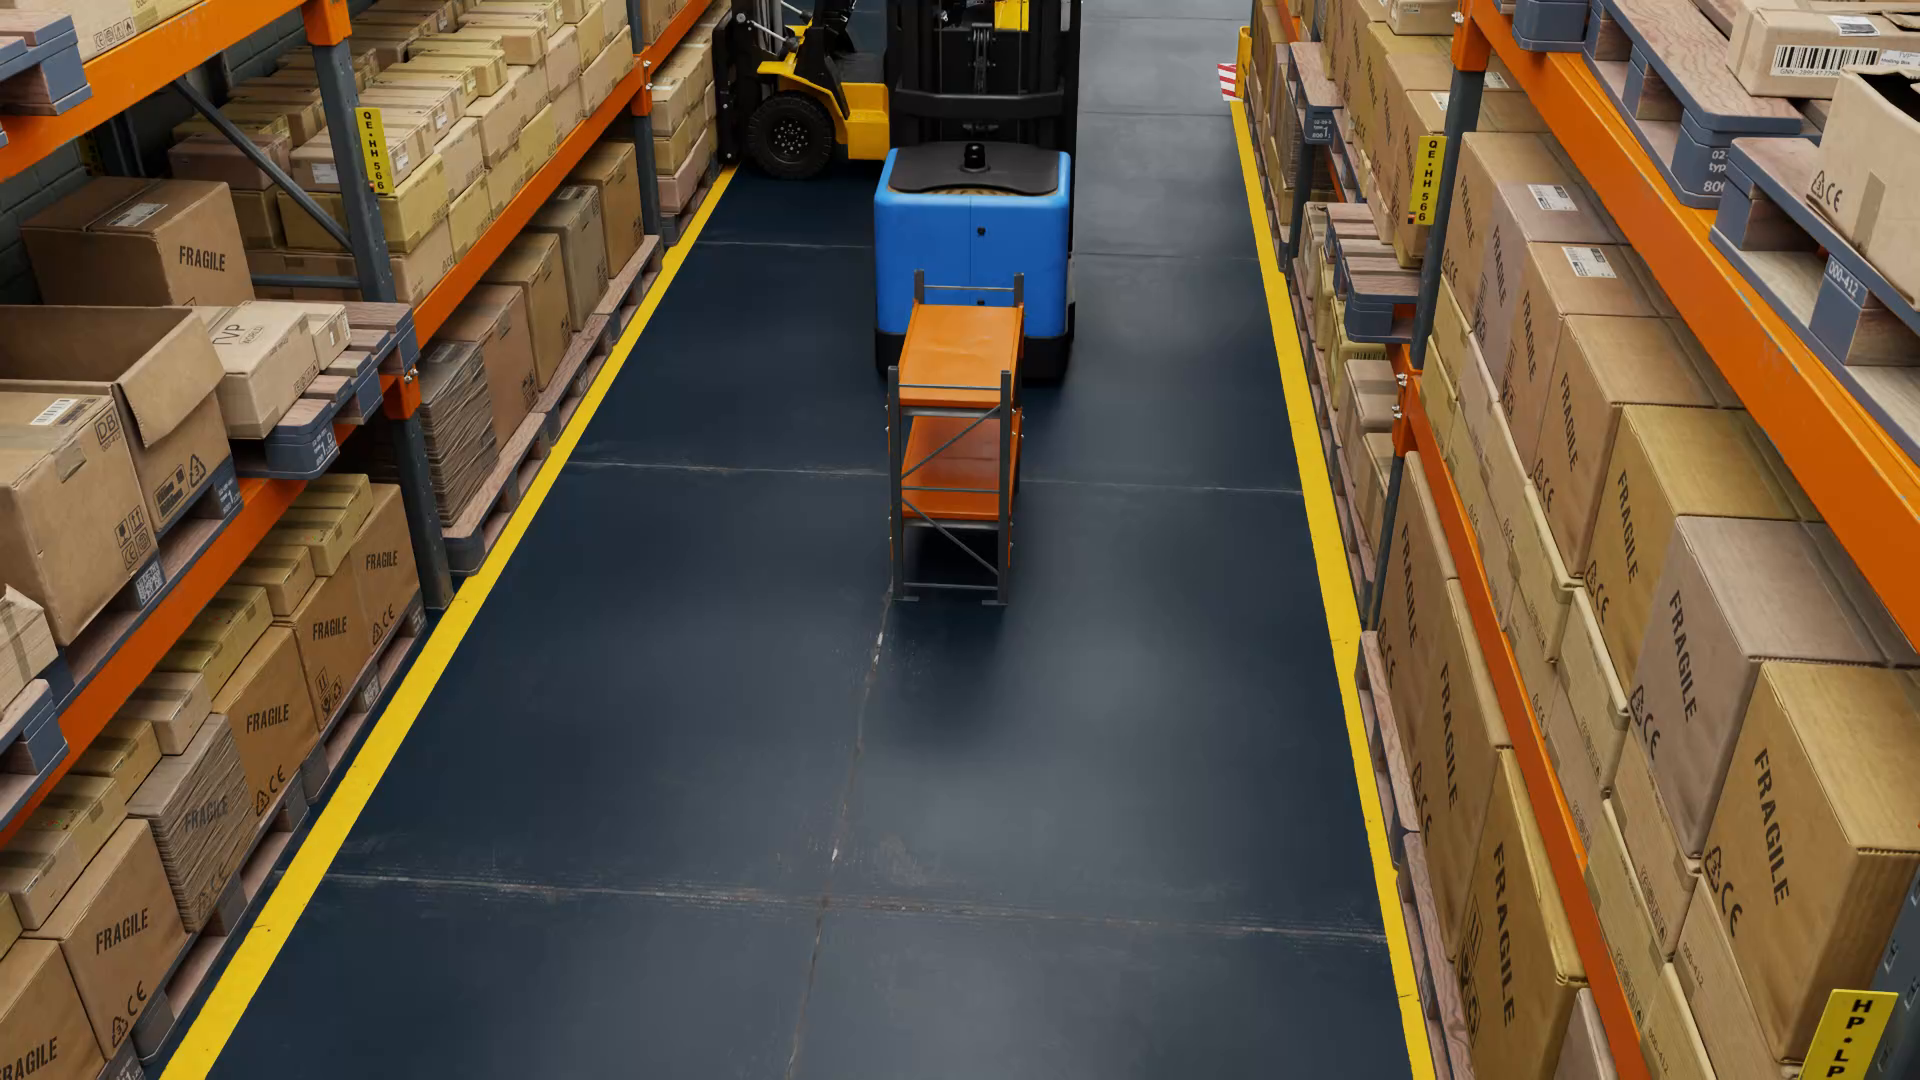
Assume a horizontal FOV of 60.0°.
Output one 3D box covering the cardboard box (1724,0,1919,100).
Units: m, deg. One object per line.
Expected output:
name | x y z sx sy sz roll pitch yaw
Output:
cardboard box | 1.892 -1.065 3.583 0.380 0.166 0.250 5 32 8

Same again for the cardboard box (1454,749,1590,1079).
cardboard box | 1.924 1.212 4.550 0.875 0.875 0.875 3 32 5

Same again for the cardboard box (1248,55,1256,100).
cardboard box | 2.523 -3.587 12.932 0.500 0.250 0.500 2 32 4

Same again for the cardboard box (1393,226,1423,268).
cardboard box | 1.955 -1.202 6.681 0.380 0.149 0.250 3 32 5

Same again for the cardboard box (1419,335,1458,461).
cardboard box | 1.923 -0.496 5.839 0.500 0.250 0.500 2 32 3

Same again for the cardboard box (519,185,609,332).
cardboard box | -2.511 -1.596 9.344 0.875 0.625 0.625 2 32 3

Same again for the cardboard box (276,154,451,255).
cardboard box | -2.430 -1.385 6.805 0.500 0.250 0.500 2 32 4

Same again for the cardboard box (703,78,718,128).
cardboard box | -1.970 -3.094 11.655 0.500 0.250 0.500 2 32 4

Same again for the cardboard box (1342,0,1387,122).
cardboard box | 2.090 -2.223 7.719 0.500 0.500 0.500 1 32 2

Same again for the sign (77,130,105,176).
sign | -3.288 -1.530 6.271 0.100 0.325 0.005 2 32 4

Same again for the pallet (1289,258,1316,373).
pallet | 2.477 -1.303 9.663 1.003 0.211 1.213 2 32 4

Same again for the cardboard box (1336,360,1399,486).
cardboard box | 2.321 -0.547 7.883 0.950 0.372 0.625 2 32 3

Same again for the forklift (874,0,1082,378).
forklift | 0.150 -2.873 9.619 1.130 2.935 3.031 2 32 3

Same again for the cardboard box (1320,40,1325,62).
cardboard box | 2.179 -2.693 9.101 0.380 0.149 0.250 3 32 5

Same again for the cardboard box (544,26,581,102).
cardboard box | -2.276 -2.452 8.536 0.500 0.250 0.500 3 32 5

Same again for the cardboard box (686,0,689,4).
cardboard box | -2.046 -3.908 11.138 0.500 0.500 0.500 2 32 3

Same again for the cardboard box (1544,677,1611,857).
cardboard box | 1.776 0.575 4.100 0.500 0.250 0.500 2 32 3

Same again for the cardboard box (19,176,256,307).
cardboard box | -2.932 -0.974 5.977 0.500 0.500 0.500 4 32 6

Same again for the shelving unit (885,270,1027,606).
shelving unit | -0.001 -0.475 7.449 0.538 1.125 1.048 2 32 4

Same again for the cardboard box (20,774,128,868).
cardboard box | -2.722 0.824 4.918 0.380 0.149 0.250 4 32 6

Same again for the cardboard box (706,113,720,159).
cardboard box | -1.987 -2.890 11.800 0.500 0.250 0.500 3 32 5

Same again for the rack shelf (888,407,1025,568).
rack shelf | -0.001 -0.267 7.577 0.538 0.278 1.000 2 32 4

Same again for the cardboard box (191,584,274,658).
cardboard box | -2.645 0.279 5.803 0.380 0.149 0.250 3 32 5

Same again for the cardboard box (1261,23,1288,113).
cardboard box | 2.435 -3.358 11.846 0.500 0.500 0.500 3 32 5

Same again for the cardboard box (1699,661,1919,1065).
cardboard box | 1.674 0.574 2.912 0.500 0.500 0.500 3 32 6

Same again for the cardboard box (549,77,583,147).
cardboard box | -2.295 -2.247 8.680 0.500 0.250 0.500 3 32 4

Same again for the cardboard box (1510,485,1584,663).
cardboard box | 1.776 0.095 4.403 0.500 0.250 0.500 3 32 5

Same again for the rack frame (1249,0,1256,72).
rack frame | 2.865 -4.989 12.986 1.000 3.000 0.127 2 32 4

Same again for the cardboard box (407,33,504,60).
cardboard box | -2.395 -2.304 7.916 0.380 0.149 0.250 2 32 4

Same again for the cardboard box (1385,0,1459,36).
cardboard box | 2.065 -2.297 7.221 0.380 0.149 0.250 1 32 2

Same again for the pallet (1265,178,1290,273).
pallet | 2.559 -2.063 10.896 1.003 0.211 1.213 2 32 4

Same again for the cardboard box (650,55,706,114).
cardboard box | -2.005 -3.048 11.104 0.500 0.250 0.500 3 32 4

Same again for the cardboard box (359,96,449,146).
cardboard box | -2.399 -1.763 7.039 0.380 0.149 0.250 3 32 5

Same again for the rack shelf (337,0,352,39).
rack shelf | -2.571 -3.032 7.638 1.077 0.370 4.000 2 32 4

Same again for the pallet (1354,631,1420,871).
pallet | 2.074 0.791 6.266 1.003 0.211 1.213 2 32 4

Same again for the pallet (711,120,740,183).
pallet | -2.205 -2.974 12.374 1.003 0.211 1.213 2 32 4

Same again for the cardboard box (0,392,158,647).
cardboard box | -2.691 -0.070 4.509 0.700 0.500 0.500 2 32 4

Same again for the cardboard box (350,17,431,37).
cardboard box | -2.821 -2.456 8.163 0.380 0.149 0.250 3 32 4

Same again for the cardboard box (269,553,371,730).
cardboard box | -2.605 0.361 6.287 0.500 0.500 0.500 2 32 3

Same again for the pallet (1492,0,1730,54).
pallet | 2.214 -1.663 4.911 1.213 0.211 1.003 4 32 6

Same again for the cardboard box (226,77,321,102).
cardboard box | -2.967 -1.919 7.291 0.380 0.149 0.250 2 32 3

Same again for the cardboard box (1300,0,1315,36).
cardboard box | 2.327 -3.309 9.882 0.500 0.500 0.500 2 32 3

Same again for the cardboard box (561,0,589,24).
cardboard box | -2.180 -2.833 8.775 0.380 0.149 0.250 2 32 2

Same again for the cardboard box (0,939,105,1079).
cardboard box | -2.763 1.439 4.538 0.500 0.500 0.500 2 32 3

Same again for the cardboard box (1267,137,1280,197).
cardboard box | 2.353 -2.505 11.176 0.500 0.250 0.500 2 32 3

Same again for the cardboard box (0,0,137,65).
cardboard box | -2.615 -1.425 4.488 0.500 0.250 0.500 2 32 4

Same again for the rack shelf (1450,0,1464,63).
rack shelf | 2.376 -2.822 7.297 1.077 0.370 4.000 2 32 4

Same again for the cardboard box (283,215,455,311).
cardboard box | -2.454 -1.173 6.938 0.500 0.250 0.500 3 32 4

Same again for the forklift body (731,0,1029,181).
forklift body | -0.419 -3.768 11.814 2.313 2.155 1.214 2 32 4

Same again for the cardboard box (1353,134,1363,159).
cardboard box | 2.053 -1.872 7.768 0.380 0.149 0.250 1 32 2

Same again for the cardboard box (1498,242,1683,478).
cardboard box | 1.841 -0.497 4.648 0.500 0.500 0.500 3 32 5

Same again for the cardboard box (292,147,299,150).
cardboard box | -2.935 -1.679 7.281 0.500 0.250 0.500 3 32 4

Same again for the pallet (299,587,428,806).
pallet | -2.833 0.560 6.640 1.003 0.211 1.213 2 32 4

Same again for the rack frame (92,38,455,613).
rack frame | -2.734 -1.016 6.539 1.000 3.000 0.127 2 32 4
